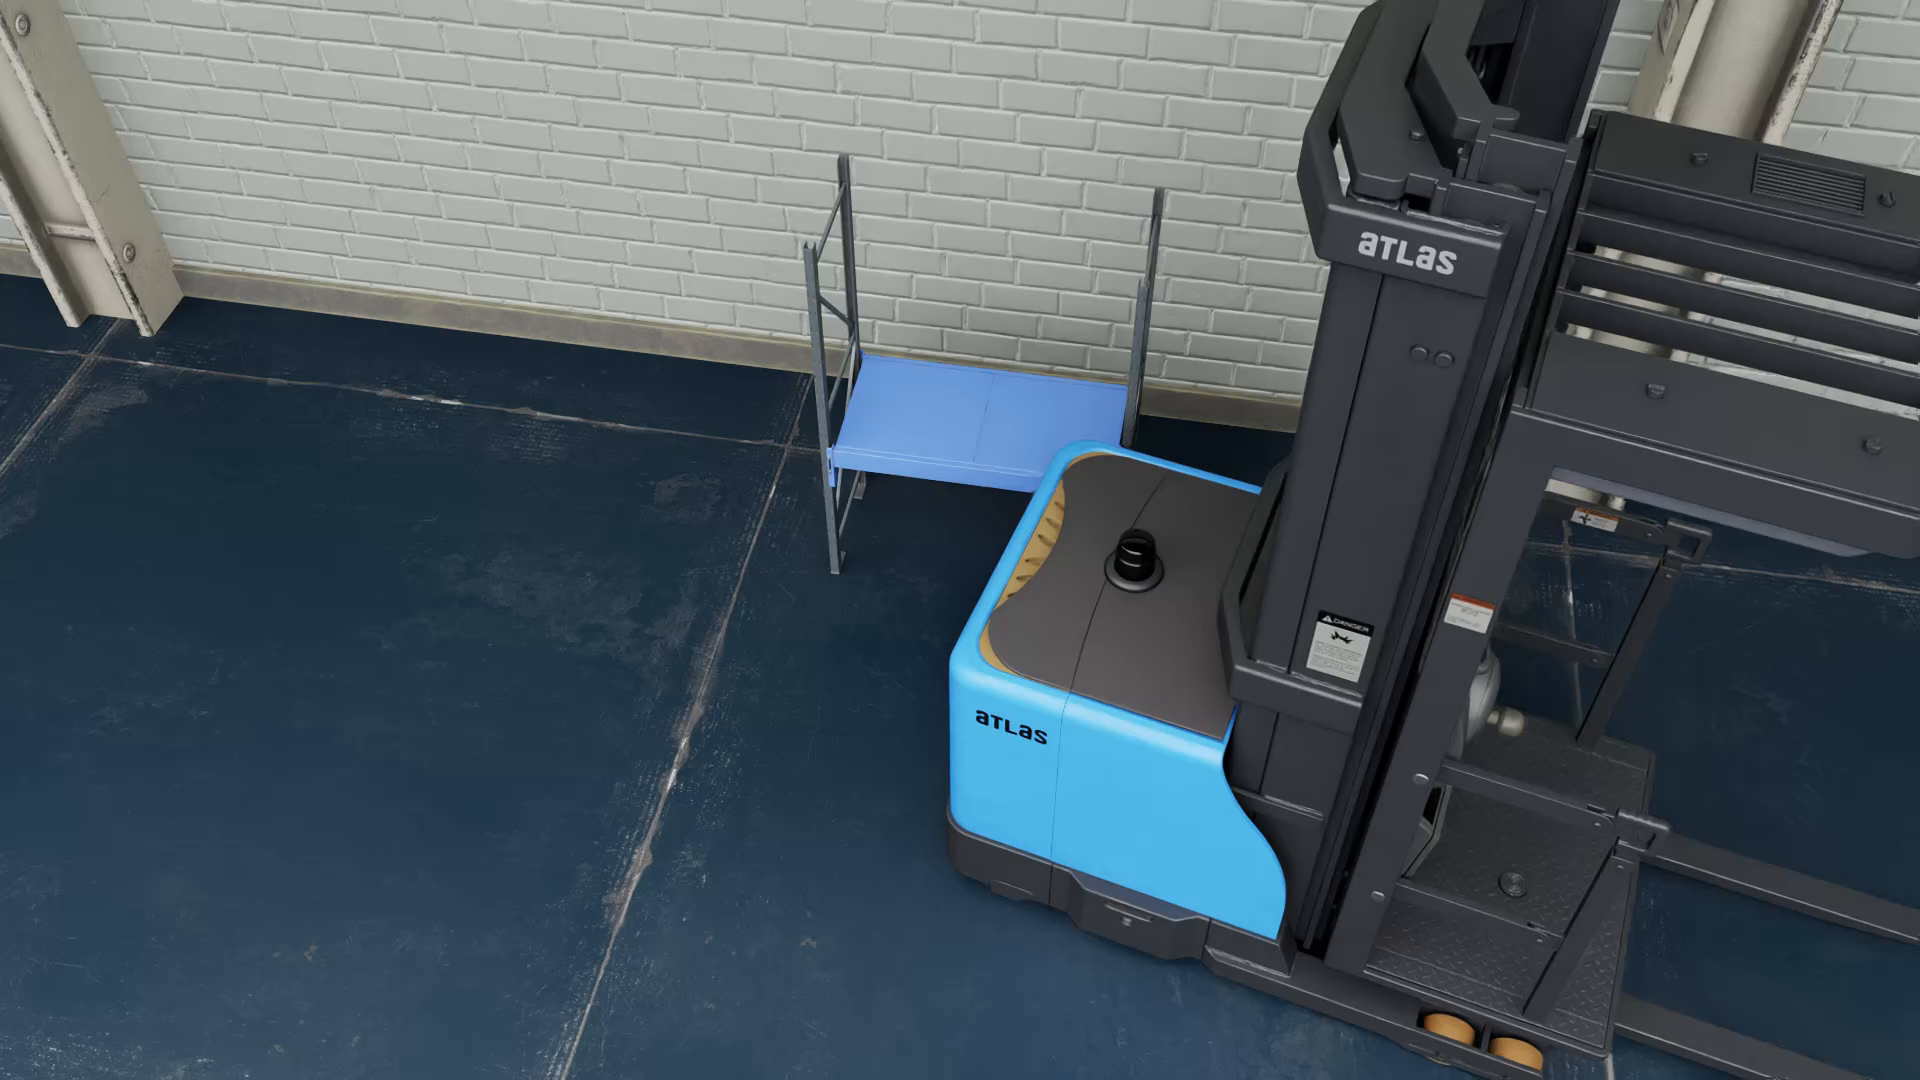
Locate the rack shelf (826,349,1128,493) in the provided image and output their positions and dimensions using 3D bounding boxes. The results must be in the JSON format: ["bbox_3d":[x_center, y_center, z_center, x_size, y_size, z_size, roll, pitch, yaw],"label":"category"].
[{"bbox_3d":[0.084,-0.370,5.816,1.000,0.185,0.538,8,49,7],"label":"rack shelf"}]

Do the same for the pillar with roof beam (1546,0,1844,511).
[{"bbox_3d":[1.561,-0.060,0.254,0.400,9.000,9.100,8,49,7],"label":"pillar with roof beam"}]

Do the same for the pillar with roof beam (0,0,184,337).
[{"bbox_3d":[-4.343,-0.854,0.967,0.400,9.000,9.100,8,49,7],"label":"pillar with roof beam"}]

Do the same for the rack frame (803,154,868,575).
[{"bbox_3d":[-0.416,-0.557,5.742,0.032,1.500,0.500,8,49,7],"label":"rack frame"}]

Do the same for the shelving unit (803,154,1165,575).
[{"bbox_3d":[0.084,-0.490,5.682,1.048,1.500,0.538,8,49,7],"label":"shelving unit"}]

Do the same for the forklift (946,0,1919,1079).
[{"bbox_3d":[1.524,0.158,4.138,3.031,2.935,1.130,17,50,15],"label":"forklift"}]

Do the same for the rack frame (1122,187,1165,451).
[{"bbox_3d":[0.584,-0.423,5.622,0.032,1.500,0.500,8,49,7],"label":"rack frame"}]
